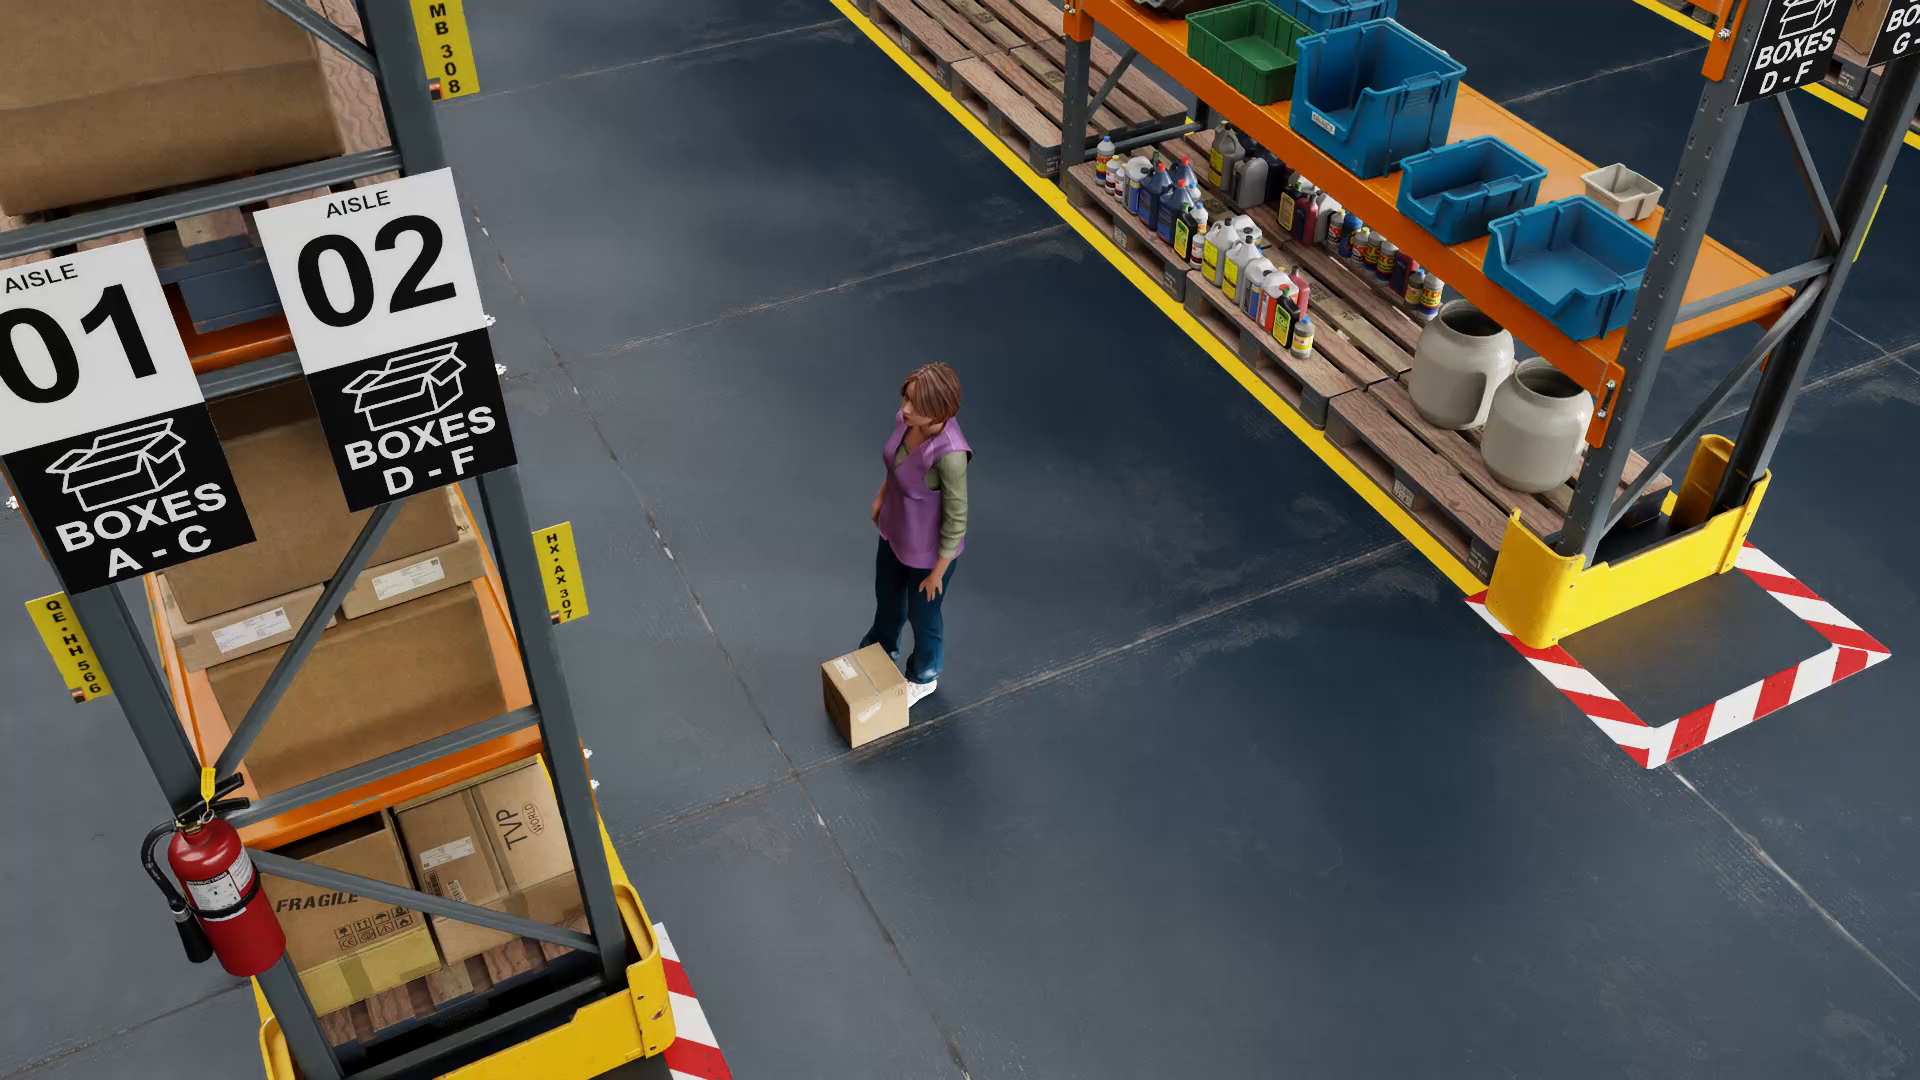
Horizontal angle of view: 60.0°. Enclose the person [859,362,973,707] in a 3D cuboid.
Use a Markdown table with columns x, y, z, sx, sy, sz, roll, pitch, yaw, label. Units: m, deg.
| x | y | z | sx | sy | sz | roll | pitch | yaw | label |
| --- | --- | --- | --- | --- | --- | --- | --- | --- | --- |
| -0.221 | 0.027 | 6.137 | 0.475 | 1.578 | 0.520 | -19 | 45 | -20 | person |
